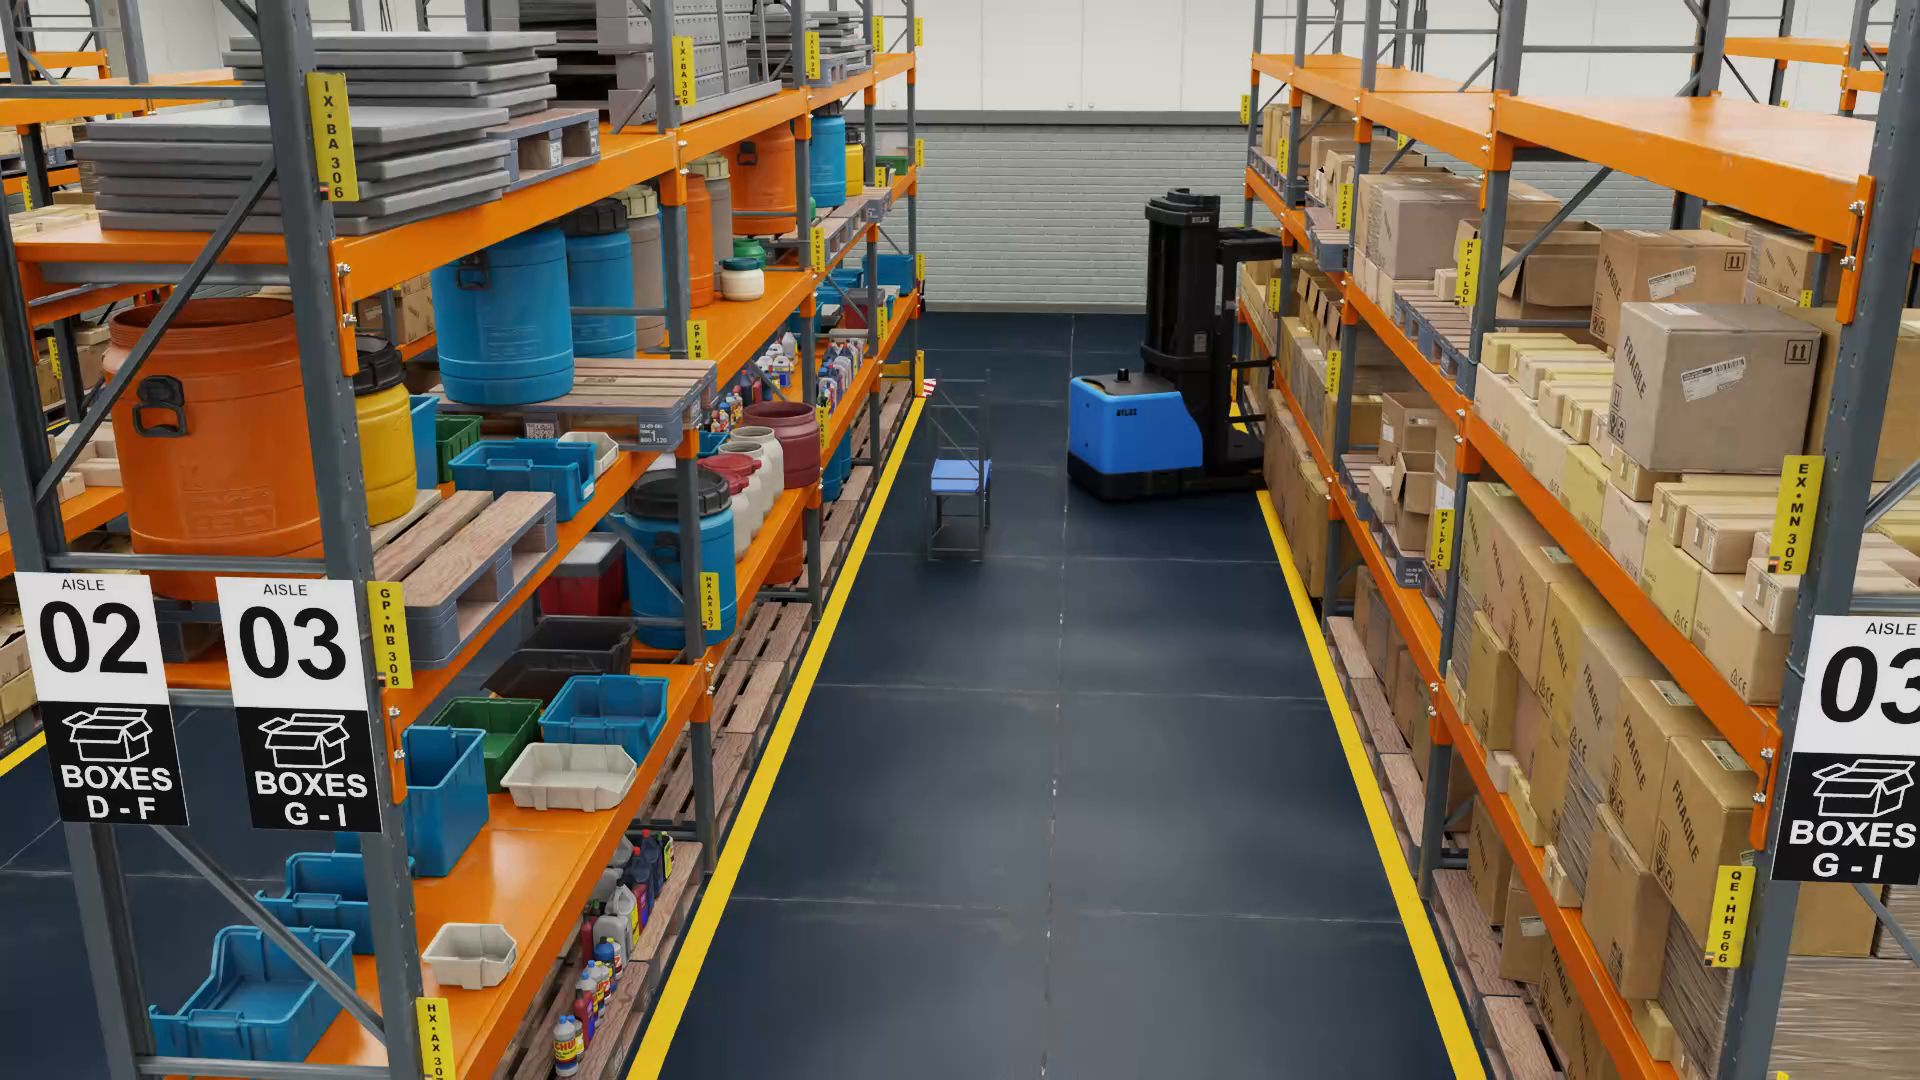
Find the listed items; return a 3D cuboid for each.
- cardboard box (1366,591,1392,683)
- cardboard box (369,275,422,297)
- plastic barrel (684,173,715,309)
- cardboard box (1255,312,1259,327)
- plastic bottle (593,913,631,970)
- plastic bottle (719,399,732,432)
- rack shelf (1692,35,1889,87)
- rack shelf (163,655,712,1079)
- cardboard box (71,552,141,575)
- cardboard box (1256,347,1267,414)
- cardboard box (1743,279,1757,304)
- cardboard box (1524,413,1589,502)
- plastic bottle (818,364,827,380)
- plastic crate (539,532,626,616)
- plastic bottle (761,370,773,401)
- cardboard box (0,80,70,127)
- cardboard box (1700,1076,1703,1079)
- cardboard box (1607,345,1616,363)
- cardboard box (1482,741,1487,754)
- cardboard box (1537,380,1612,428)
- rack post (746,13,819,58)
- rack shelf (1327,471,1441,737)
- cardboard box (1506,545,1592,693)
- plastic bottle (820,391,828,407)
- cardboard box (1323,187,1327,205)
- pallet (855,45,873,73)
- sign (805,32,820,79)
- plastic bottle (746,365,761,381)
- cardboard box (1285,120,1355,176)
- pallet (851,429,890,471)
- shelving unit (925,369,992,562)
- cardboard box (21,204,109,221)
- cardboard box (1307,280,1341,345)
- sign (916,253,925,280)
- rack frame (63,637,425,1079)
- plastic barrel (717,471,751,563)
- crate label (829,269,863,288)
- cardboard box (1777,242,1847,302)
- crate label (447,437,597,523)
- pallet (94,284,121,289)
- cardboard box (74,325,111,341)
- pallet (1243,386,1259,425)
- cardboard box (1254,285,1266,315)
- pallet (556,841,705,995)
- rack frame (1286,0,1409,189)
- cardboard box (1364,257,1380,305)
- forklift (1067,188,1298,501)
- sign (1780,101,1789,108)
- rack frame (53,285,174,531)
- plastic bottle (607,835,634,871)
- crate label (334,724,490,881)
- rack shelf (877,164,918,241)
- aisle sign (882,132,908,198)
[{"bbox_3d":[3.276,0.675,11.679,0.700,0.500,0.500,0,18,-1],"label":"cardboard box"},{"bbox_3d":[-5.948,-2.812,17.248,0.500,0.500,0.500,2,18,5],"label":"cardboard box"},{"bbox_3d":[-1.931,-1.971,10.942,0.600,0.830,0.708,1,18,4],"label":"plastic barrel"},{"bbox_3d":[3.424,-2.388,18.123,0.380,0.149,0.250,2,18,5],"label":"cardboard box"},{"bbox_3d":[-1.707,1.949,8.151,0.152,0.276,0.135,2,18,5],"label":"plastic bottle"},{"bbox_3d":[-1.949,-1.037,13.803,0.097,0.271,0.097,0,18,0],"label":"plastic bottle"},{"bbox_3d":[8.701,-4.913,16.953,1.077,0.370,4.000,1,18,4],"label":"rack shelf"},{"bbox_3d":[-2.039,1.410,7.284,1.077,0.370,4.000,1,18,4],"label":"rack shelf"},{"bbox_3d":[-6.372,0.264,12.469,0.500,0.311,0.500,1,18,3],"label":"cardboard box"},{"bbox_3d":[3.873,-1.876,18.895,0.875,0.875,0.875,1,18,4],"label":"cardboard box"},{"bbox_3d":[8.386,-2.446,17.259,0.500,0.500,0.500,1,18,4],"label":"cardboard box"},{"bbox_3d":[2.678,-0.344,6.905,0.500,0.250,0.500,1,18,2],"label":"cardboard box"},{"bbox_3d":[-1.242,-1.460,15.094,0.097,0.271,0.097,0,18,0],"label":"plastic bottle"},{"bbox_3d":[-2.166,0.260,9.538,0.402,0.464,0.583,1,18,4],"label":"plastic crate"},{"bbox_3d":[-1.724,-1.382,14.858,0.097,0.271,0.097,0,18,0],"label":"plastic bottle"},{"bbox_3d":[-10.744,-5.070,19.289,0.500,0.500,0.500,2,18,6],"label":"cardboard box"},{"bbox_3d":[2.572,1.826,5.262,0.380,0.149,0.250,1,18,4],"label":"cardboard box"},{"bbox_3d":[3.199,-0.797,7.650,0.380,0.149,0.250,1,18,5],"label":"cardboard box"},{"bbox_3d":[2.699,0.971,7.874,0.380,0.149,0.250,1,18,4],"label":"cardboard box"},{"bbox_3d":[2.641,-0.566,6.943,0.380,0.149,0.250,1,18,3],"label":"cardboard box"},{"bbox_3d":[-1.598,-3.836,12.626,0.954,0.300,0.937,1,18,4],"label":"rack post"},{"bbox_3d":[3.188,0.279,10.738,1.077,0.370,4.000,1,18,4],"label":"rack shelf"},{"bbox_3d":[2.688,0.339,7.156,0.500,0.500,0.500,1,18,4],"label":"cardboard box"},{"bbox_3d":[-1.151,-1.123,14.047,0.061,0.283,0.133,1,18,4],"label":"plastic bottle"},{"bbox_3d":[3.362,-2.973,14.419,0.380,0.149,0.250,1,18,2],"label":"cardboard box"},{"bbox_3d":[-1.351,-4.351,15.022,1.003,0.211,1.213,1,18,4],"label":"pallet"},{"bbox_3d":[-1.060,-3.482,11.944,0.100,0.325,0.005,1,18,4],"label":"sign"},{"bbox_3d":[-1.848,-1.409,14.812,0.144,0.351,0.185,1,18,4],"label":"plastic bottle"},{"bbox_3d":[3.614,-3.891,16.495,0.700,0.500,0.500,0,18,1],"label":"cardboard box"},{"bbox_3d":[-1.308,-0.941,17.784,1.003,0.211,1.213,1,18,4],"label":"pallet"},{"bbox_3d":[-0.006,-0.686,14.936,0.538,1.500,1.048,1,18,4],"label":"shelving unit"},{"bbox_3d":[-6.526,-2.318,12.257,0.500,0.250,0.500,0,18,0],"label":"cardboard box"},{"bbox_3d":[3.520,-2.040,14.886,0.797,0.503,0.637,1,18,5],"label":"cardboard box"},{"bbox_3d":[-0.486,-3.350,20.394,0.100,0.325,0.005,1,18,4],"label":"sign"},{"bbox_3d":[-2.183,1.690,5.276,1.000,3.000,0.127,1,18,4],"label":"rack frame"},{"bbox_3d":[-1.556,-0.137,10.634,0.433,0.535,0.433,0,18,0],"label":"plastic barrel"},{"bbox_3d":[-1.382,-3.159,20.247,0.416,0.233,0.303,1,18,4],"label":"crate label"},{"bbox_3d":[8.322,-2.601,16.126,0.500,0.500,0.500,1,18,2],"label":"cardboard box"},{"bbox_3d":[-1.719,-0.239,6.584,0.502,0.251,0.408,1,18,4],"label":"crate label"},{"bbox_3d":[-6.509,-2.030,12.113,1.213,0.211,1.003,2,18,6],"label":"pallet"},{"bbox_3d":[-10.695,-2.557,20.535,0.380,0.149,0.250,1,18,3],"label":"cardboard box"},{"bbox_3d":[3.925,-1.594,19.775,1.003,0.211,1.213,1,18,4],"label":"pallet"},{"bbox_3d":[3.499,-2.616,18.181,0.500,0.250,0.500,1,18,3],"label":"cardboard box"},{"bbox_3d":[-1.986,1.980,8.868,1.003,0.211,1.213,1,18,4],"label":"pallet"},{"bbox_3d":[3.618,-4.778,15.379,1.000,3.000,0.127,1,18,4],"label":"rack frame"},{"bbox_3d":[3.006,-1.739,11.163,0.500,0.250,0.500,2,18,5],"label":"cardboard box"},{"bbox_3d":[2.680,-2.026,16.725,3.031,2.935,1.130,-6,19,-17],"label":"forklift"},{"bbox_3d":[9.397,-4.855,19.009,0.100,0.325,0.005,1,18,4],"label":"sign"},{"bbox_3d":[-6.549,-0.907,13.200,1.000,3.000,0.127,1,18,4],"label":"rack frame"},{"bbox_3d":[-1.798,1.700,8.791,0.144,0.351,0.185,1,18,4],"label":"plastic bottle"},{"bbox_3d":[-2.320,1.095,7.034,0.502,0.435,0.616,1,18,4],"label":"crate label"},{"bbox_3d":[-1.179,-3.742,18.191,1.077,0.370,4.000,1,18,4],"label":"rack shelf"},{"bbox_3d":[-0.738,-4.531,20.085,0.394,0.787,0.004,1,18,4],"label":"aisle sign"}]
